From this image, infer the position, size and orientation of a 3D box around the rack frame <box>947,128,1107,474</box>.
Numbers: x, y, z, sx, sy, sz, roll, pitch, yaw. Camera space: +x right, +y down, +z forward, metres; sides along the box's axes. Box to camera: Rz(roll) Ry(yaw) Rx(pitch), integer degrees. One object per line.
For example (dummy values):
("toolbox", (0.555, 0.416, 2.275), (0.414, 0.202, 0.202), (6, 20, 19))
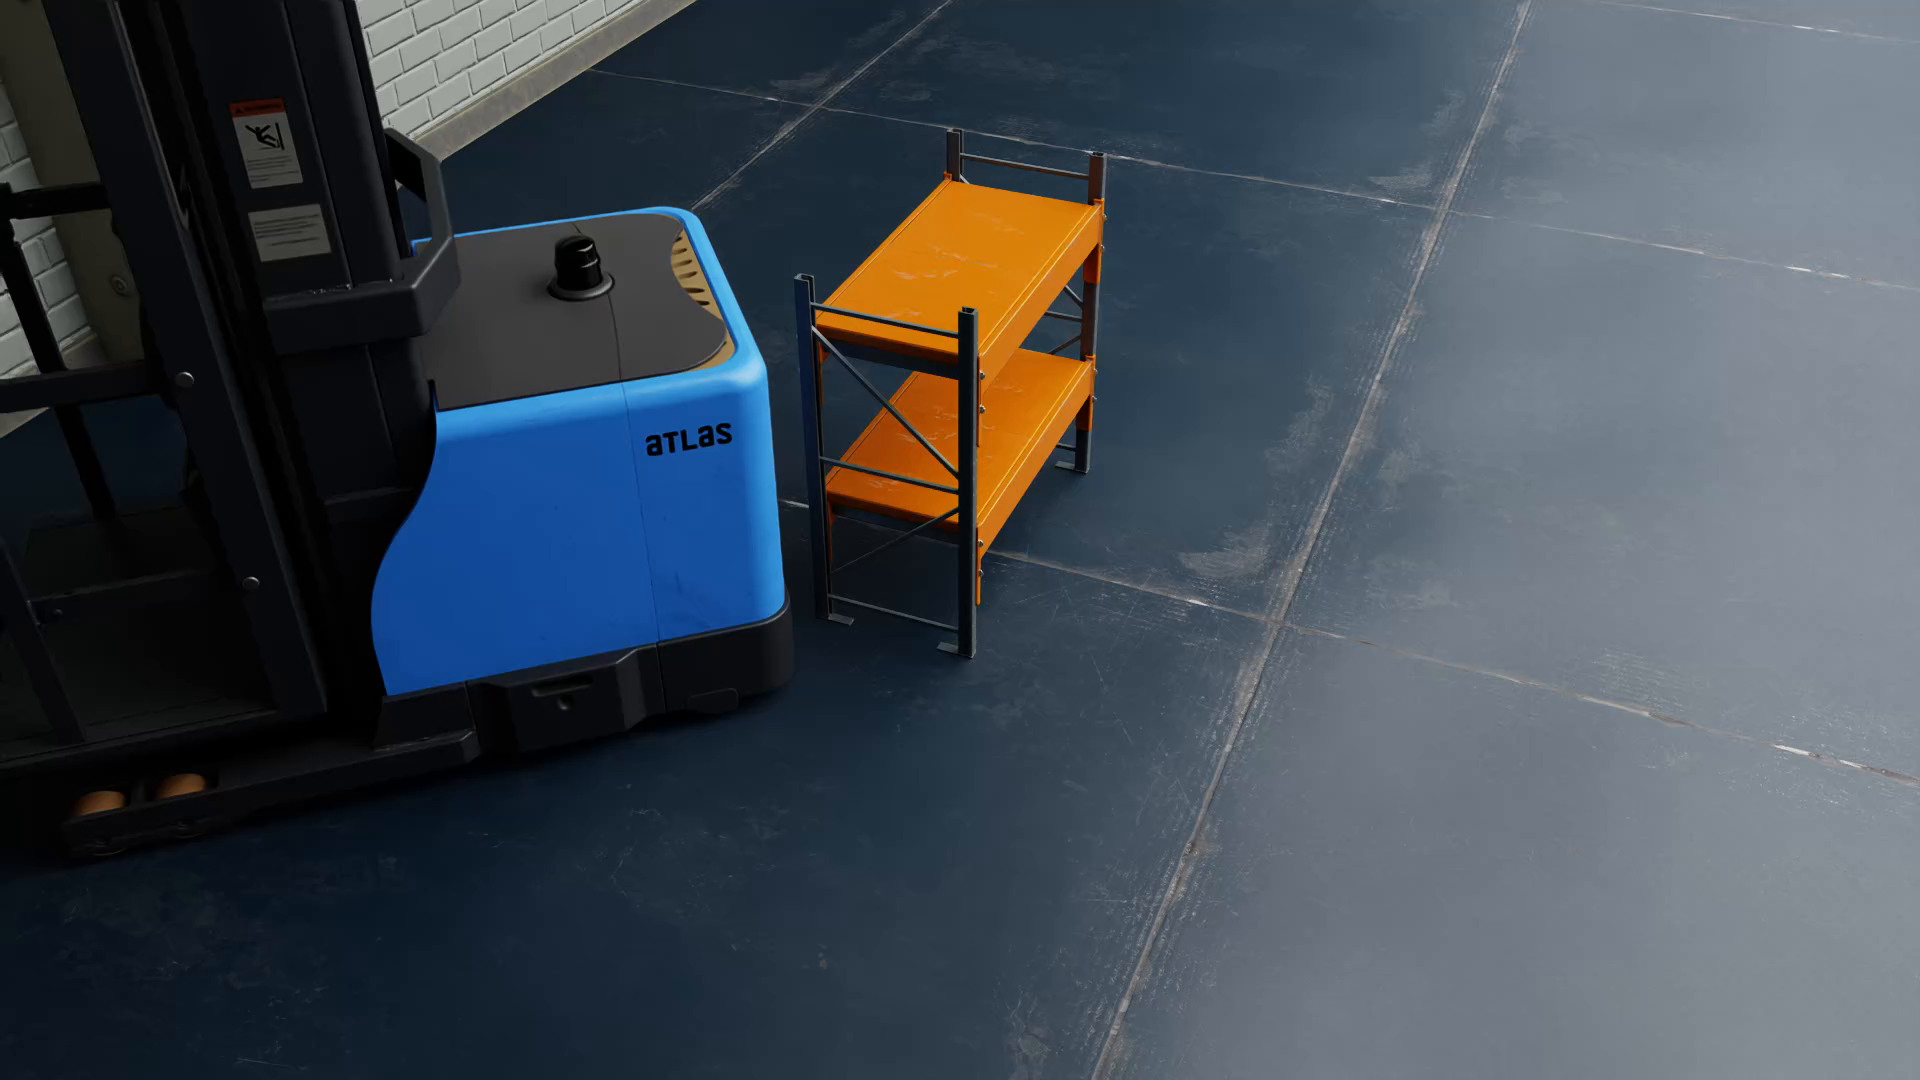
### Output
("rack frame", (0.196, -0.736, 5.295), (0.500, 1.125, 0.032), (14, 39, 18))

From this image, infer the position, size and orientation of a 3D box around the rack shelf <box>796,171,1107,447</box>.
("rack shelf", (0.003, -0.689, 4.743), (0.538, 0.278, 1.000), (14, 39, 18))

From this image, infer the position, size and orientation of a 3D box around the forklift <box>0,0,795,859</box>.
("forklift", (-2.036, -0.735, 3.785), (3.031, 2.935, 1.130), (-11, 38, -14))

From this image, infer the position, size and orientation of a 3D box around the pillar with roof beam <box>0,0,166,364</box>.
("pillar with roof beam", (1.057, -3.333, 2.192), (9.100, 9.000, 0.400), (14, 39, 18))

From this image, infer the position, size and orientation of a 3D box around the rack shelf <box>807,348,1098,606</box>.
("rack shelf", (0.003, -0.258, 5.065), (0.538, 0.278, 1.000), (14, 39, 18))

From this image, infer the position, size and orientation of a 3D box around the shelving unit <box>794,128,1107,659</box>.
("shelving unit", (0.003, -0.454, 4.918), (0.538, 1.125, 1.048), (14, 39, 18))

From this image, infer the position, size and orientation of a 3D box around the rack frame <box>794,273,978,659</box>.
("rack frame", (-0.191, -0.173, 4.542), (0.500, 1.125, 0.032), (14, 39, 18))
